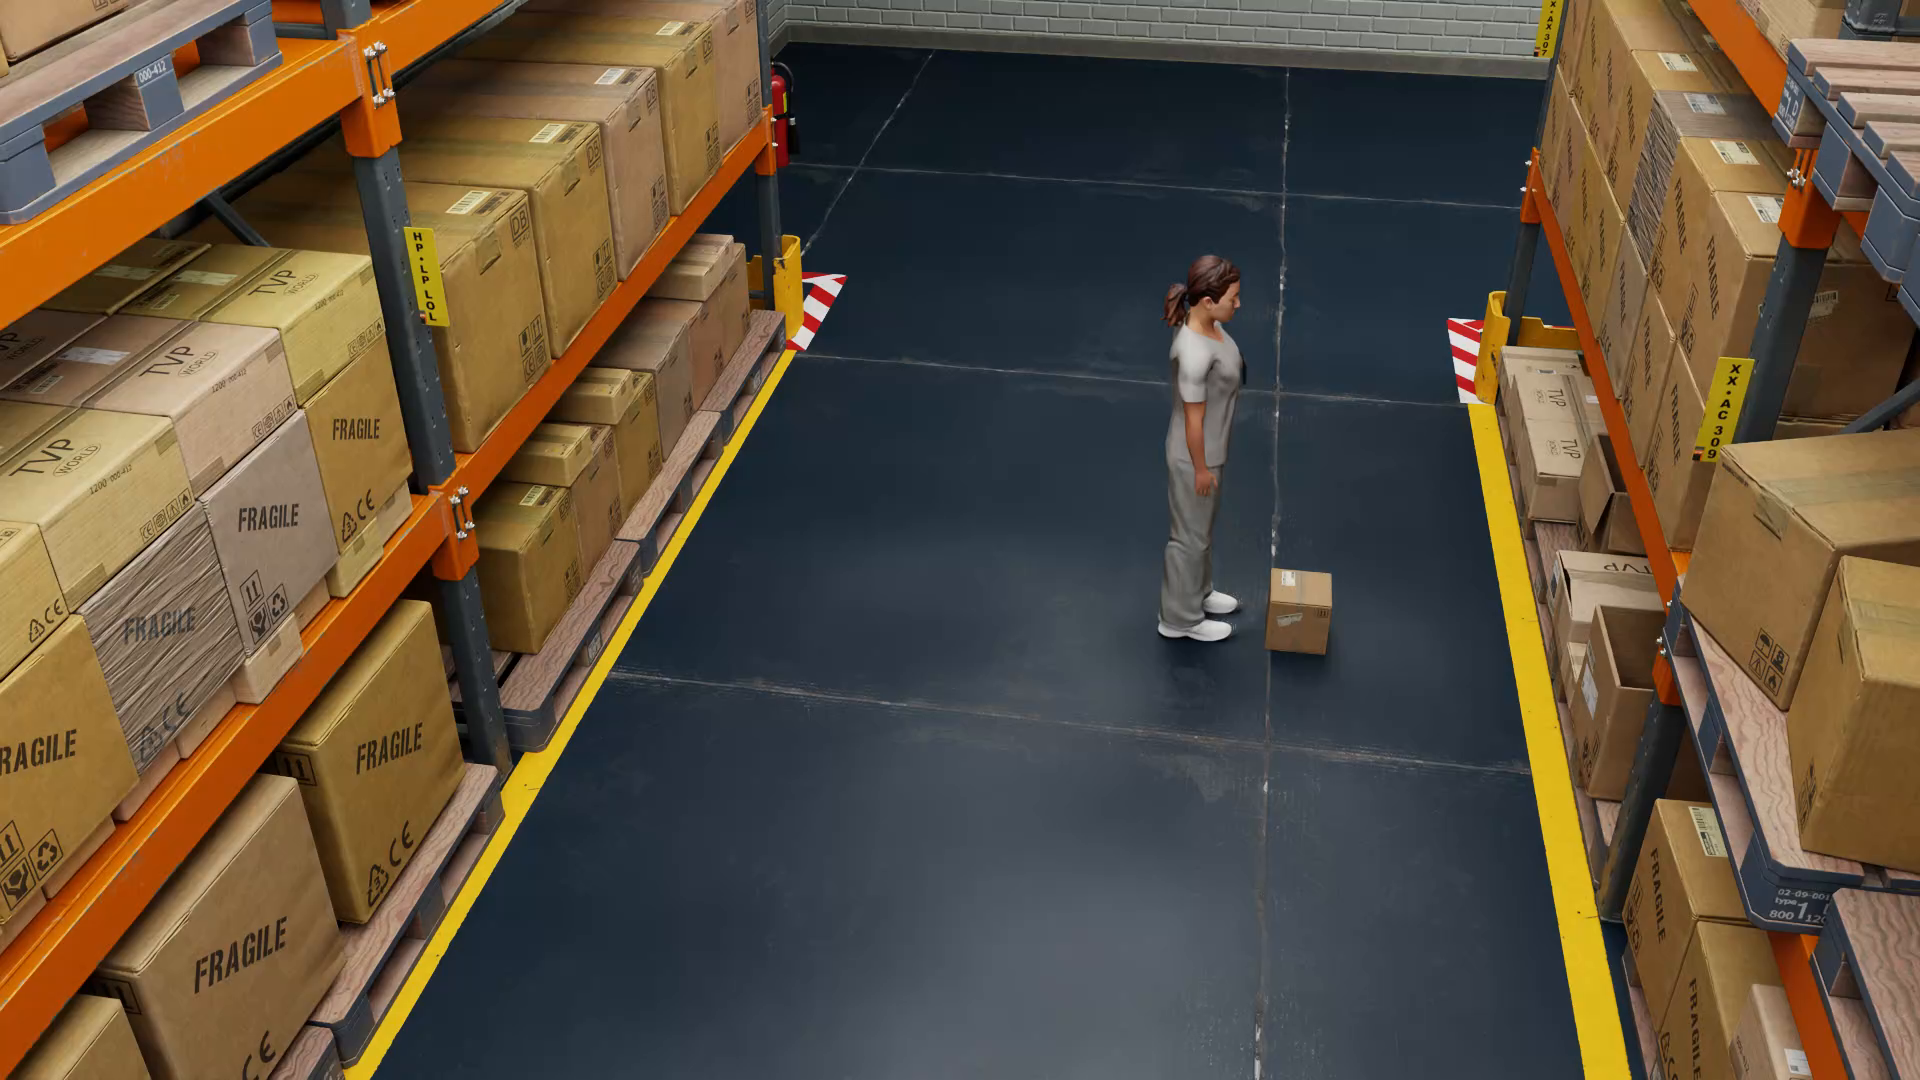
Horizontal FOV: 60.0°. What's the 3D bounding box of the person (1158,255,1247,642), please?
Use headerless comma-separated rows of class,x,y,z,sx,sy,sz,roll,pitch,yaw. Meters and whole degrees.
person,0.979,-0.341,6.680,0.400,1.661,0.442,6,33,9
